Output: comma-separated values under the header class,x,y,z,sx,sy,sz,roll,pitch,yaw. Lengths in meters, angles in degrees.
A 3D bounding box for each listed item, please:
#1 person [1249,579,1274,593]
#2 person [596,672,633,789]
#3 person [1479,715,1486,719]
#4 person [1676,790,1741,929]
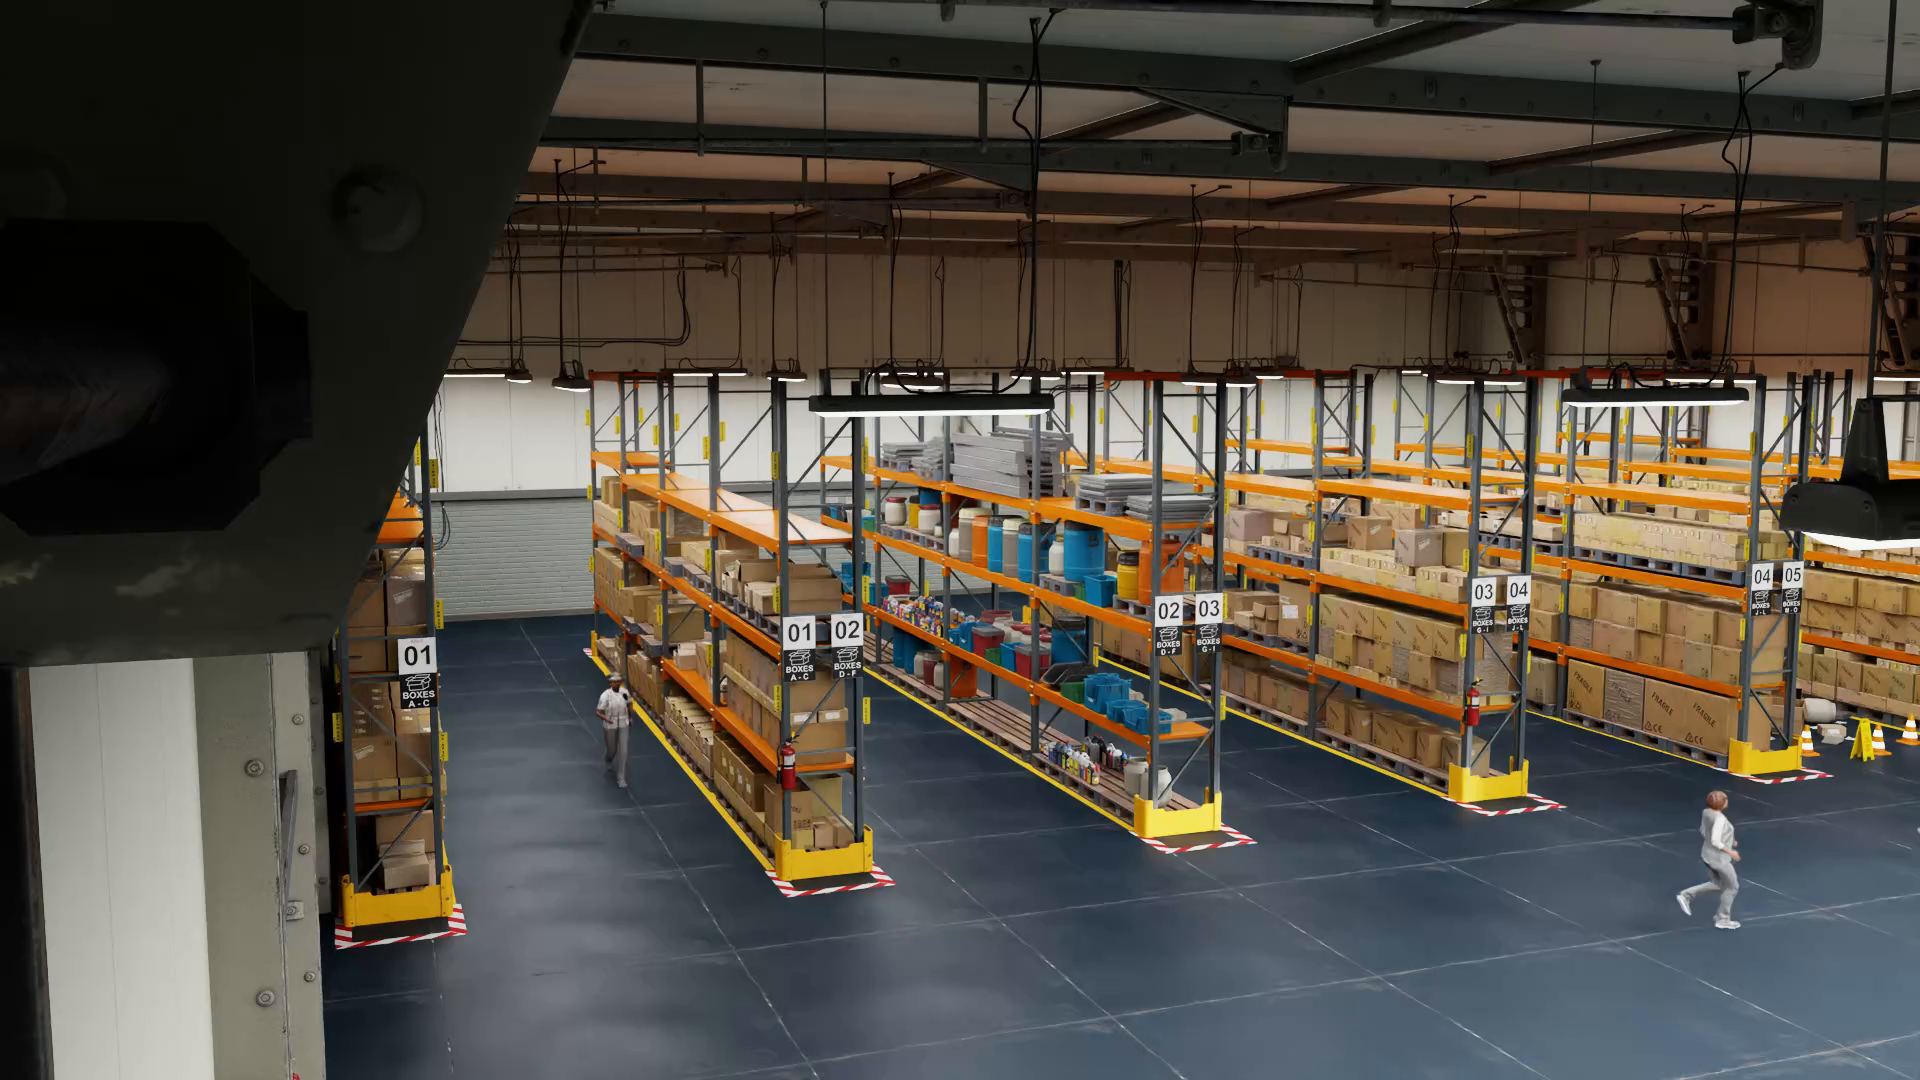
class,x,y,z,sx,sy,sz,roll,pitch,yaw
person,7.434,0.885,41.321,0.905,1.681,0.722,5,8,35
person,-5.070,2.764,24.539,0.579,1.692,0.851,-3,7,-25
person,9.140,2.184,29.322,0.650,1.826,0.832,-2,7,-19
person,8.293,3.518,18.316,0.680,1.553,0.542,0,6,2
